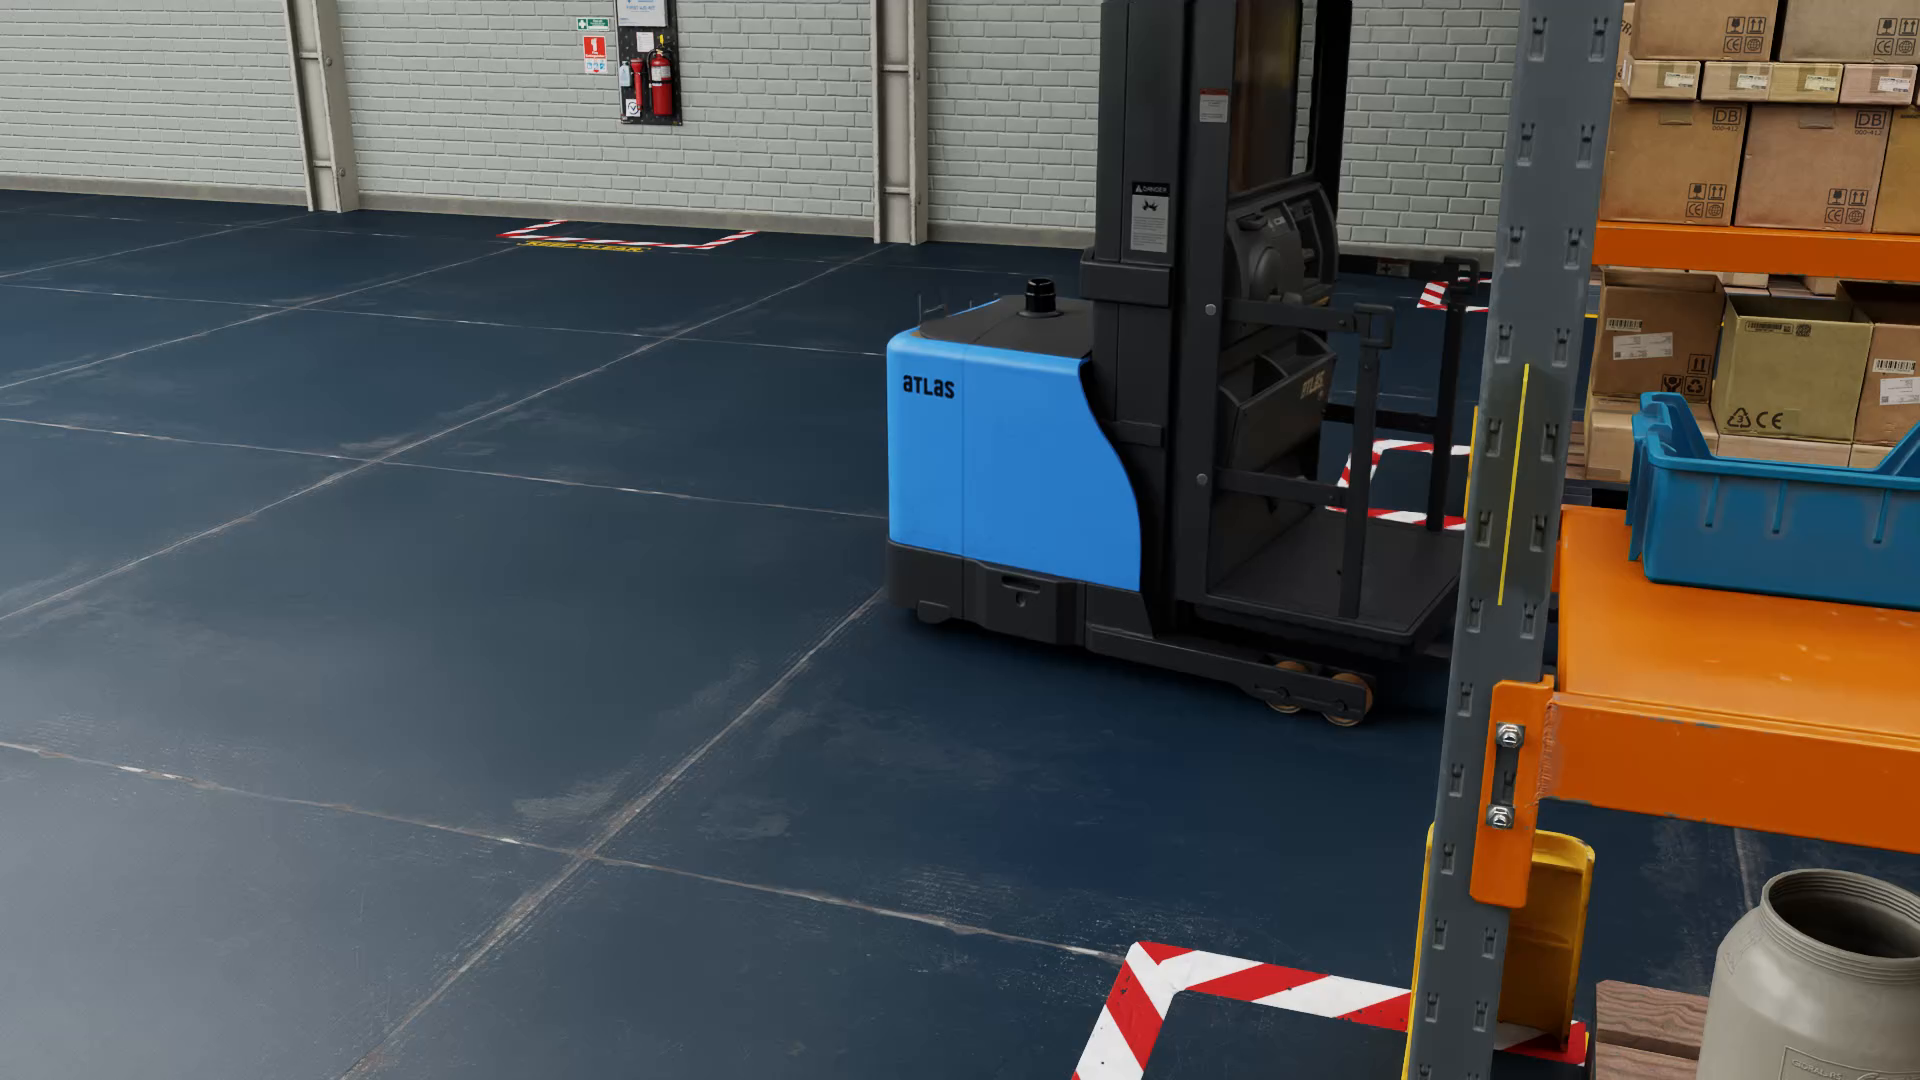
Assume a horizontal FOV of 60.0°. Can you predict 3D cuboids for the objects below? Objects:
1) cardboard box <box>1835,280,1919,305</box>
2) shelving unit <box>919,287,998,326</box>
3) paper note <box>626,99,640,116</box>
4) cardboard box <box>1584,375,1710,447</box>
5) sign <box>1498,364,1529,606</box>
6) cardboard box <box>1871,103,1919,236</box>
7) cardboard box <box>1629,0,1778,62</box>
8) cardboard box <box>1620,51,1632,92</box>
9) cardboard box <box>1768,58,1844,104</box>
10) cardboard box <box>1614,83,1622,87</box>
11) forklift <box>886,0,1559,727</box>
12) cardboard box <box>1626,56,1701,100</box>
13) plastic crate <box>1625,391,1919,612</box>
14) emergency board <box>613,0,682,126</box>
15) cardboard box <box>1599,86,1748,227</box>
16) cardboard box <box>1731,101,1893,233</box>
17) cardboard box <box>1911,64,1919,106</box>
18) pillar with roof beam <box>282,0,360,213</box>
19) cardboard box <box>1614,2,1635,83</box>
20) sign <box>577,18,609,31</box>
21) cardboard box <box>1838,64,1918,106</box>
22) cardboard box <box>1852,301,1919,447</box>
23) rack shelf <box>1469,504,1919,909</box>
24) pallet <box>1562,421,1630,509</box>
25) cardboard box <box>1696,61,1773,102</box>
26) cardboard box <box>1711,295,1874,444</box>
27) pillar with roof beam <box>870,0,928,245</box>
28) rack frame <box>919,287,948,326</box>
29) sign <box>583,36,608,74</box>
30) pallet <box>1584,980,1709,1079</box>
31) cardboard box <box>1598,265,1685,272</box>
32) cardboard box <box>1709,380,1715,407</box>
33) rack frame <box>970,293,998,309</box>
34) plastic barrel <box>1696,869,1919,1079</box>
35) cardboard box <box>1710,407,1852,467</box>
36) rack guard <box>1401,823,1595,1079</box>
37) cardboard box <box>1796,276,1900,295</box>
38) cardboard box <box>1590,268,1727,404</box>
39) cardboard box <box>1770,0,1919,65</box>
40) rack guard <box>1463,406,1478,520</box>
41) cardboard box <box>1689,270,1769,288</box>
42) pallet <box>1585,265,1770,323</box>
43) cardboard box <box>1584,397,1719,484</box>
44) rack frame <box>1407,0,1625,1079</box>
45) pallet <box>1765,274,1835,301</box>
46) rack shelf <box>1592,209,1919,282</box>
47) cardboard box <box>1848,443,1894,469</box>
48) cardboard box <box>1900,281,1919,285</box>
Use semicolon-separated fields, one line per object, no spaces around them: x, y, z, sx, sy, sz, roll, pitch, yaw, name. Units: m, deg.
4.138;-0.841;7.331;0.500;0.500;0.500;7;20;18;cardboard box
-0.003;-0.501;6.916;0.252;1.050;0.215;12;22;31;shelving unit
-2.983;-3.941;15.163;0.142;0.148;0.016;7;20;18;paper note
3.188;-0.589;7.749;0.500;0.250;0.500;7;20;18;cardboard box
0.771;-0.076;2.316;0.005;0.325;0.100;7;20;18;sign
3.986;-1.538;6.778;0.500;0.500;0.700;7;20;18;cardboard box
3.071;-2.255;6.866;0.500;0.500;0.700;7;20;18;cardboard box
3.008;-2.027;7.196;0.250;0.149;0.380;6;20;17;cardboard box
3.370;-1.845;6.673;0.250;0.149;0.380;7;20;18;cardboard box
4.563;-2.983;11.275;0.500;0.250;0.500;6;20;16;cardboard box
1.256;-0.984;5.445;3.031;2.935;1.130;11;22;29;forklift
2.884;-1.900;6.831;0.250;0.149;0.380;6;20;18;cardboard box
1.526;-0.084;2.987;0.616;0.251;0.499;7;20;18;plastic crate
-2.838;-4.316;14.902;0.643;1.169;0.194;7;20;18;emergency board
3.021;-1.648;7.096;0.500;0.500;0.700;7;20;18;cardboard box
3.519;-1.593;6.937;0.500;0.500;0.700;7;20;19;cardboard box
3.860;-1.789;6.513;0.250;0.149;0.380;6;20;16;cardboard box
-7.597;-6.180;11.134;0.400;9.000;9.100;7;20;18;pillar with roof beam
4.559;-3.344;11.170;0.500;0.500;0.500;7;20;18;cardboard box
-3.325;-4.672;15.062;0.331;0.109;0.001;7;20;18;sign
3.607;-1.817;6.593;0.250;0.149;0.380;6;20;17;cardboard box
3.967;-0.679;6.867;0.500;0.500;0.500;7;20;18;cardboard box
2.844;0.440;2.350;4.000;0.370;1.077;7;20;18;rack shelf
3.320;-0.269;7.527;1.213;0.211;1.003;7;20;18;pallet
3.135;-1.872;6.752;0.250;0.149;0.380;6;20;17;cardboard box
3.491;-0.729;7.010;0.500;0.500;0.500;7;20;18;cardboard box
-1.929;-5.532;9.274;0.400;9.000;9.100;7;20;18;pillar with roof beam
-0.106;-0.522;6.979;0.008;1.050;0.200;12;22;31;rack frame
-3.326;-4.425;15.159;0.234;0.329;0.001;7;20;18;sign
1.808;1.284;3.072;1.213;0.211;1.003;7;20;18;pallet
4.830;-2.031;11.763;0.500;0.311;0.500;4;20;12;cardboard box
3.664;-0.539;7.605;0.500;0.250;0.500;7;20;18;cardboard box
0.099;-0.480;6.853;0.008;1.050;0.200;12;22;31;rack frame
1.602;0.908;3.056;0.421;0.512;0.421;0;19;0;plastic barrel
3.491;-0.375;7.135;0.500;0.250;0.500;7;20;18;cardboard box
1.042;1.058;3.281;0.348;0.500;1.175;7;20;18;rack guard
6.046;-1.964;11.284;0.500;0.500;0.700;5;20;15;cardboard box
3.189;-0.944;7.627;0.500;0.500;0.500;7;20;18;cardboard box
3.570;-2.200;6.707;0.500;0.500;0.700;6;20;17;cardboard box
2.562;-0.478;7.687;0.348;0.500;1.175;7;20;18;rack guard
5.369;-1.970;11.587;0.500;0.311;0.500;8;21;23;cardboard box
5.034;-1.772;11.840;1.213;0.211;1.003;7;20;18;pallet
3.018;-0.428;7.287;0.500;0.250;0.500;7;20;18;cardboard box
0.955;-0.116;2.851;0.127;3.000;1.000;7;20;18;rack frame
6.183;-1.640;11.460;1.213;0.211;1.003;7;20;18;pallet
4.474;-1.100;6.767;4.000;0.370;1.077;7;20;18;rack shelf
3.964;-0.321;6.980;0.500;0.250;0.500;7;20;18;cardboard box
6.481;-1.804;11.359;0.250;0.149;0.380;5;20;14;cardboard box
